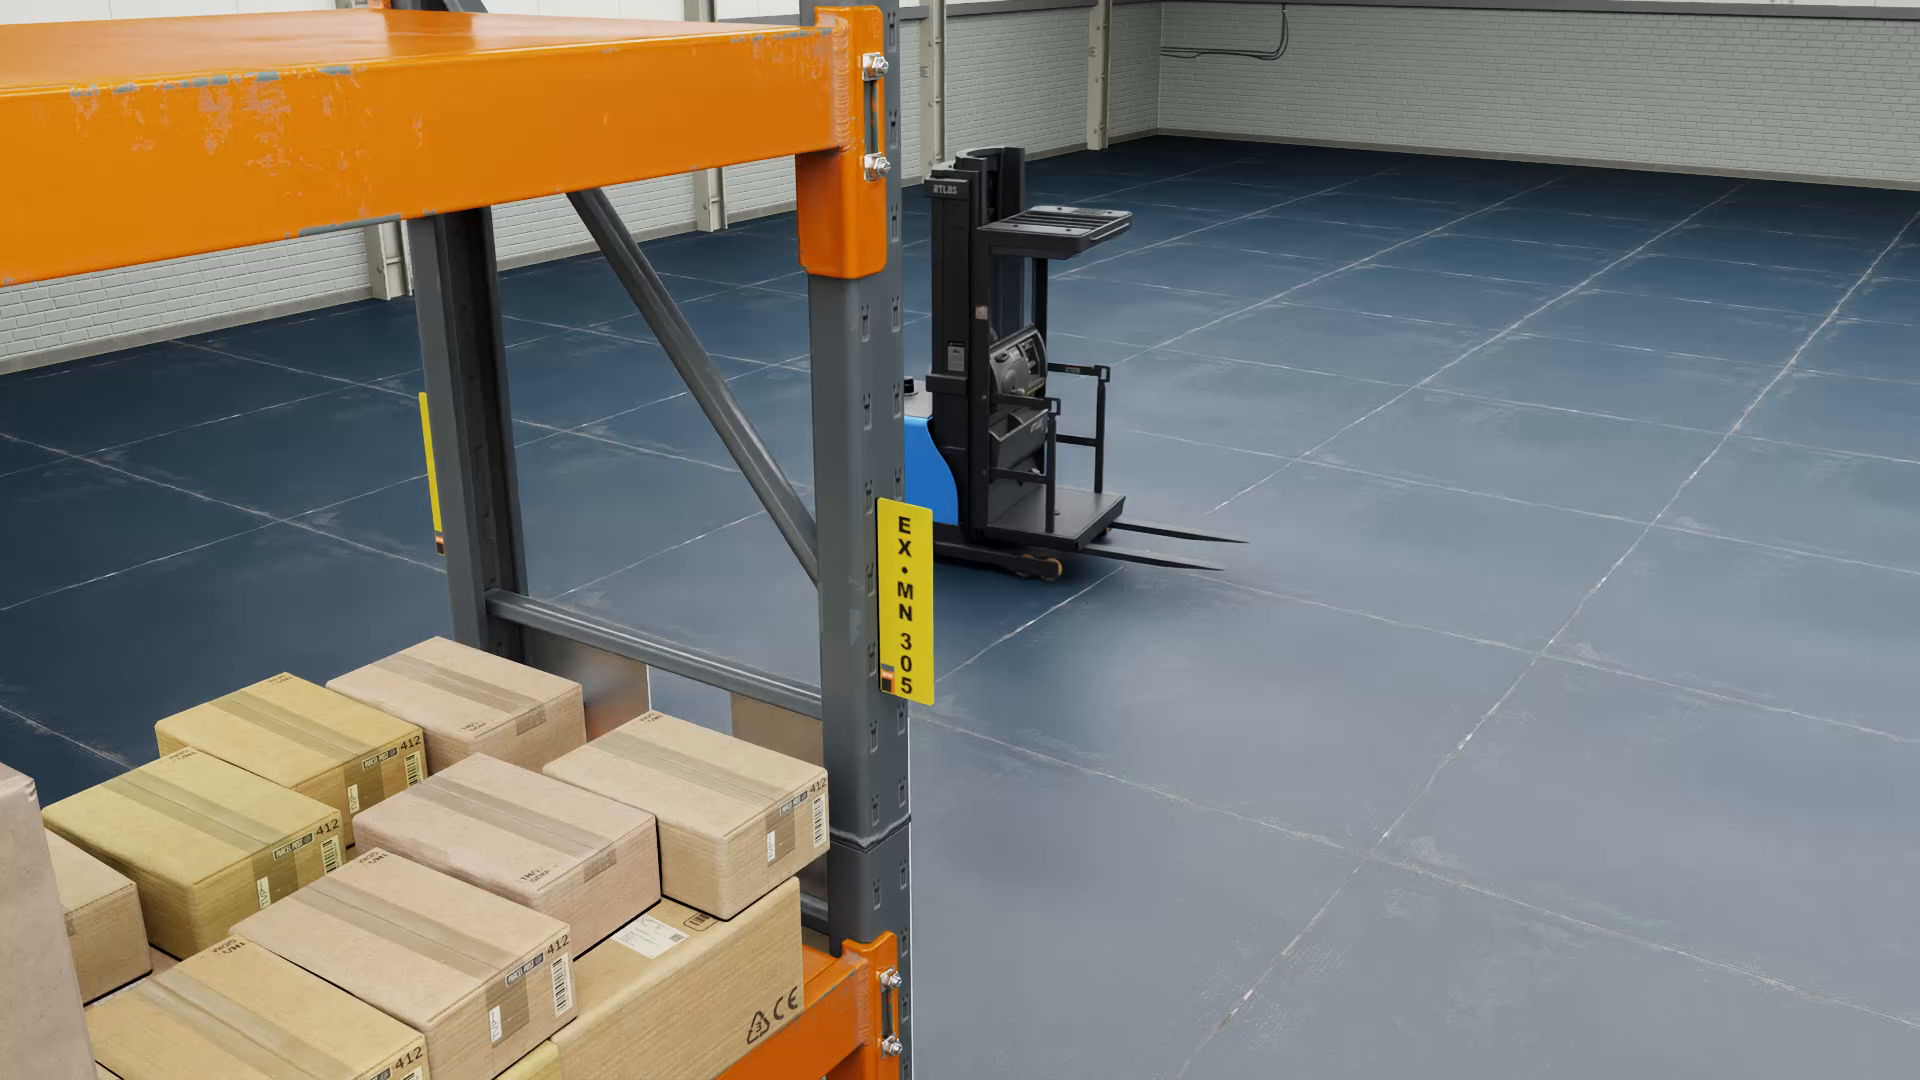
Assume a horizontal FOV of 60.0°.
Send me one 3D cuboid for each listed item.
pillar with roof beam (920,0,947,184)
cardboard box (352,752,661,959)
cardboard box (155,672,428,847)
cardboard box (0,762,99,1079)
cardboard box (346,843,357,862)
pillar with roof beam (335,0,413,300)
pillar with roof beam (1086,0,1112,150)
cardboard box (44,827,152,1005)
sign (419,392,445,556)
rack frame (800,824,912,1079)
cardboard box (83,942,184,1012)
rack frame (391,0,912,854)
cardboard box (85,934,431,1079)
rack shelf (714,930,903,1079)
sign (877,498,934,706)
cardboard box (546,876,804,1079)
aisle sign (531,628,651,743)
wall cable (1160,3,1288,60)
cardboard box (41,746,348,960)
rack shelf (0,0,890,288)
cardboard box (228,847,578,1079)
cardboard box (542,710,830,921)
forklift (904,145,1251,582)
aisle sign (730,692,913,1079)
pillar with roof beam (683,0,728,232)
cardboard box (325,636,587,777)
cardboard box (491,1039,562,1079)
[{"bbox_3d":[3.080,-9.930,26.640,9.100,9.000,0.400,13,24,32],"label":"pillar with roof beam"},{"bbox_3d":[-0.673,0.474,2.476,0.380,0.149,0.250,12,24,30],"label":"cardboard box"},{"bbox_3d":[-1.103,0.372,2.755,0.380,0.149,0.250,14,24,33],"label":"cardboard box"},{"bbox_3d":[-1.194,0.472,1.548,0.500,0.500,0.500,13,24,32],"label":"cardboard box"},{"bbox_3d":[-1.016,0.557,2.828,0.500,0.250,0.500,14,25,33],"label":"cardboard box"},{"bbox_3d":[-3.665,-6.487,17.332,9.100,9.000,0.400,13,24,32],"label":"pillar with roof beam"},{"bbox_3d":[6.453,-11.652,31.294,9.100,9.000,0.400,13,24,32],"label":"pillar with roof beam"},{"bbox_3d":[-1.355,0.532,2.320,0.380,0.149,0.250,14,25,34],"label":"cardboard box"},{"bbox_3d":[-0.980,-0.117,3.174,0.100,0.325,0.005,13,24,32],"label":"sign"},{"bbox_3d":[-0.532,1.806,3.560,1.000,3.000,0.127,13,24,32],"label":"rack frame"},{"bbox_3d":[-1.301,0.706,2.425,0.500,0.250,0.500,13,24,31],"label":"cardboard box"},{"bbox_3d":[-0.532,-1.008,2.519,1.000,3.000,0.127,13,24,32],"label":"rack frame"},{"bbox_3d":[-0.857,0.651,1.999,0.380,0.149,0.250,13,24,32],"label":"cardboard box"},{"bbox_3d":[-1.656,1.310,1.613,1.077,0.370,4.000,13,24,32],"label":"rack shelf"},{"bbox_3d":[-0.084,0.097,2.578,0.100,0.325,0.005,13,24,32],"label":"sign"},{"bbox_3d":[-0.592,0.657,2.558,0.500,0.250,0.500,14,24,33],"label":"cardboard box"},{"bbox_3d":[-0.745,0.510,3.315,0.394,0.787,0.004,13,24,32],"label":"aisle sign"},{"bbox_3d":[5.642,-11.622,35.690,3.097,2.526,0.112,13,24,32],"label":"wall cable"},{"bbox_3d":[-1.143,0.468,2.494,0.380,0.149,0.250,13,24,31],"label":"cardboard box"},{"bbox_3d":[-1.656,-0.095,1.093,1.077,0.370,4.000,13,24,32],"label":"rack shelf"},{"bbox_3d":[-0.736,0.574,2.206,0.380,0.149,0.250,12,23,30],"label":"cardboard box"},{"bbox_3d":[-0.430,0.423,2.616,0.380,0.149,0.250,13,24,32],"label":"cardboard box"},{"bbox_3d":[0.609,-1.286,12.016,3.031,2.935,1.130,9,22,23],"label":"forklift"},{"bbox_3d":[-0.249,0.627,2.999,0.394,0.787,0.004,13,24,32],"label":"aisle sign"},{"bbox_3d":[-0.293,-8.209,21.986,9.100,9.000,0.400,13,24,32],"label":"pillar with roof beam"},{"bbox_3d":[-0.878,0.316,2.905,0.380,0.149,0.250,13,24,31],"label":"cardboard box"},{"bbox_3d":[-0.871,0.801,2.169,0.500,0.250,0.500,13,24,32],"label":"cardboard box"}]
